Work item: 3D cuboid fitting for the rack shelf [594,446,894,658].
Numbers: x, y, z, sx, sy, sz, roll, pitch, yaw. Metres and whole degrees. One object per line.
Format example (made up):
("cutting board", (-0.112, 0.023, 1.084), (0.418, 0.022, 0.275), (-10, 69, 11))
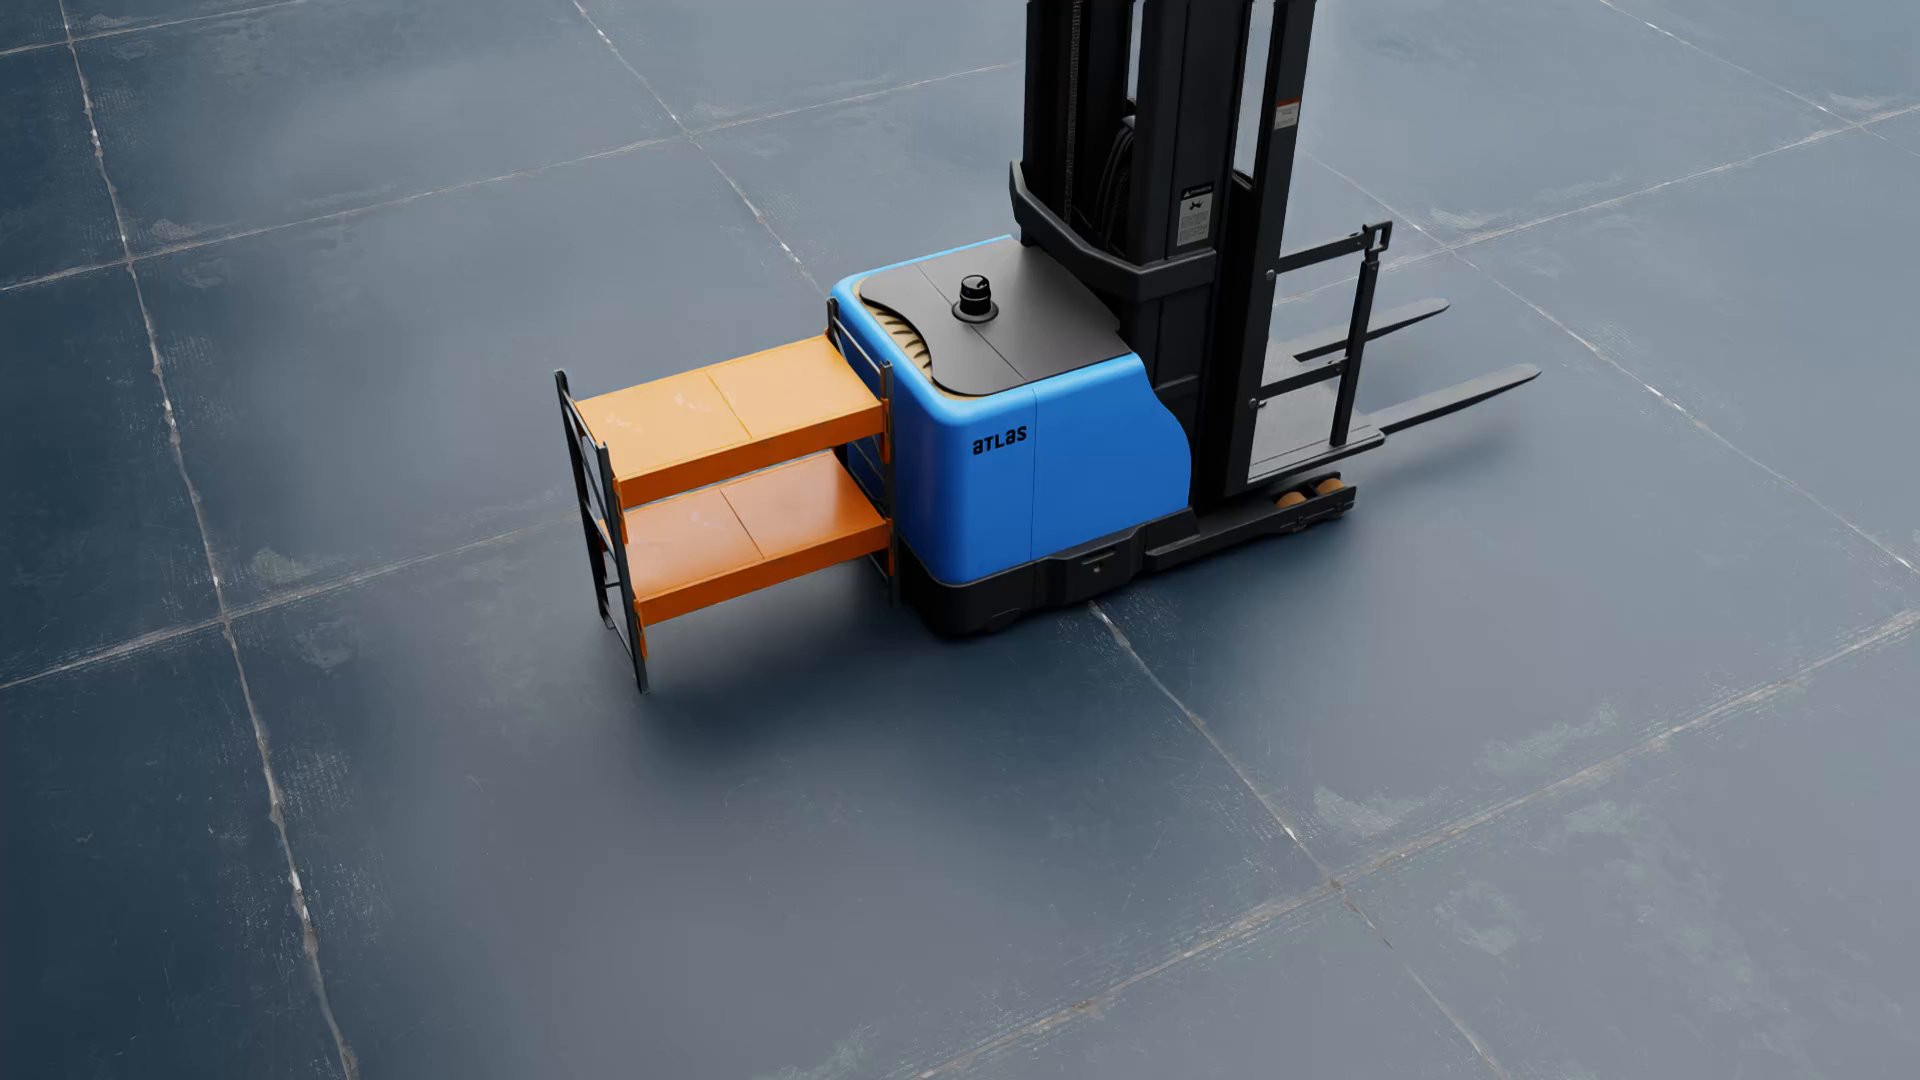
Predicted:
("rack shelf", (-0.811, 0.025, 6.228), (1.000, 0.278, 0.538), (-18, 44, -20))

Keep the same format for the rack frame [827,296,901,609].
("rack frame", (-0.359, -0.311, 6.247), (0.032, 1.125, 0.500), (-18, 44, -20))

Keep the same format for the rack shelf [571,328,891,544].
("rack shelf", (-0.811, -0.385, 5.881), (1.000, 0.278, 0.538), (-18, 44, -20))

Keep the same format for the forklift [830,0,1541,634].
("forklift", (1.048, -1.434, 6.175), (3.031, 2.935, 1.130), (-18, 44, -20))

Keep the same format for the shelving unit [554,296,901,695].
("shelving unit", (-0.811, -0.161, 6.070), (1.048, 1.125, 0.538), (-18, 44, -20))

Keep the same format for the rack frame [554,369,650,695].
("rack frame", (-1.263, -0.011, 5.893), (0.032, 1.125, 0.500), (-18, 44, -20))
